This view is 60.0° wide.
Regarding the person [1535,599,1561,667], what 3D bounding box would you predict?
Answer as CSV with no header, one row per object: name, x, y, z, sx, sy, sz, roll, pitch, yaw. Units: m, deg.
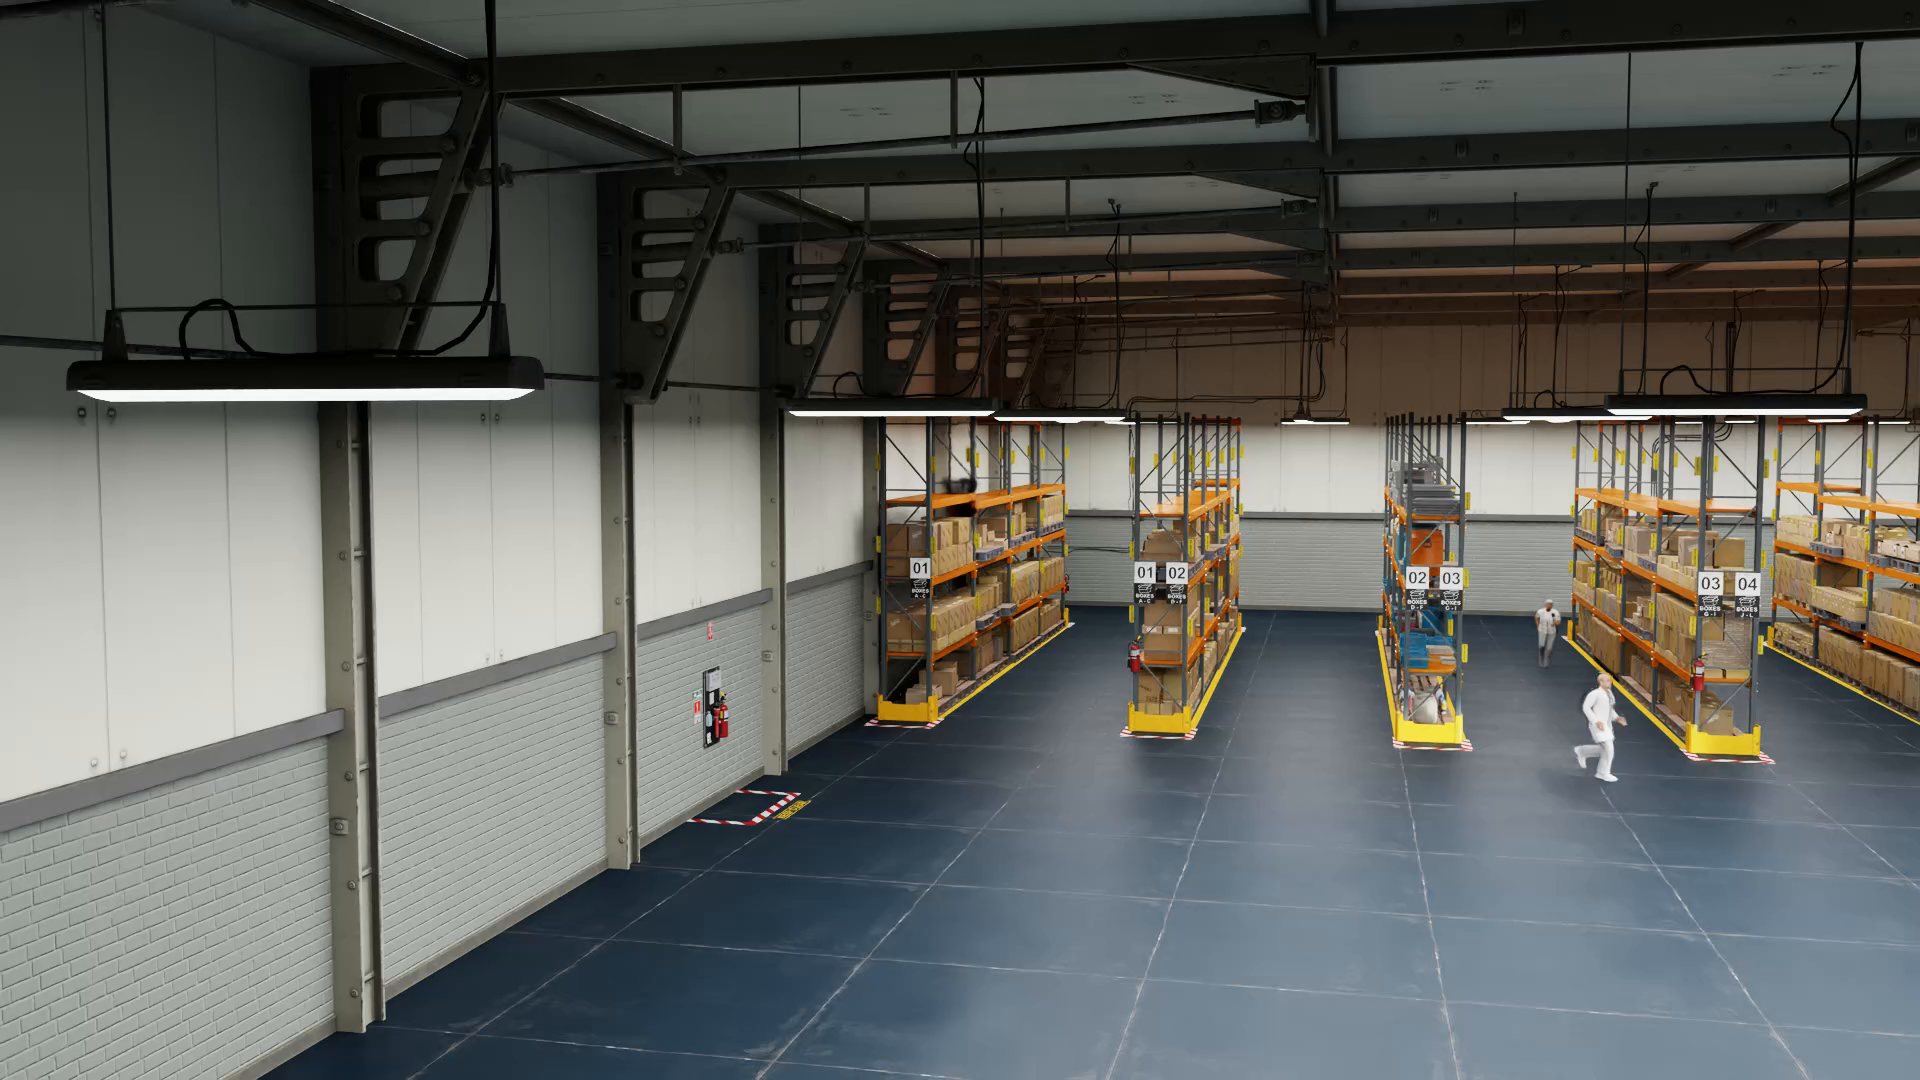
person,13.998,2.220,39.607,0.596,1.631,0.667,1,4,18

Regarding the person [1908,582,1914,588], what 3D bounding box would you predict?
person,25.262,1.839,44.046,0.908,1.770,0.668,1,4,10

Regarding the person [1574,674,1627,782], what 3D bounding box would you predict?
person,10.365,3.034,27.115,0.695,1.719,0.797,-4,5,-43
